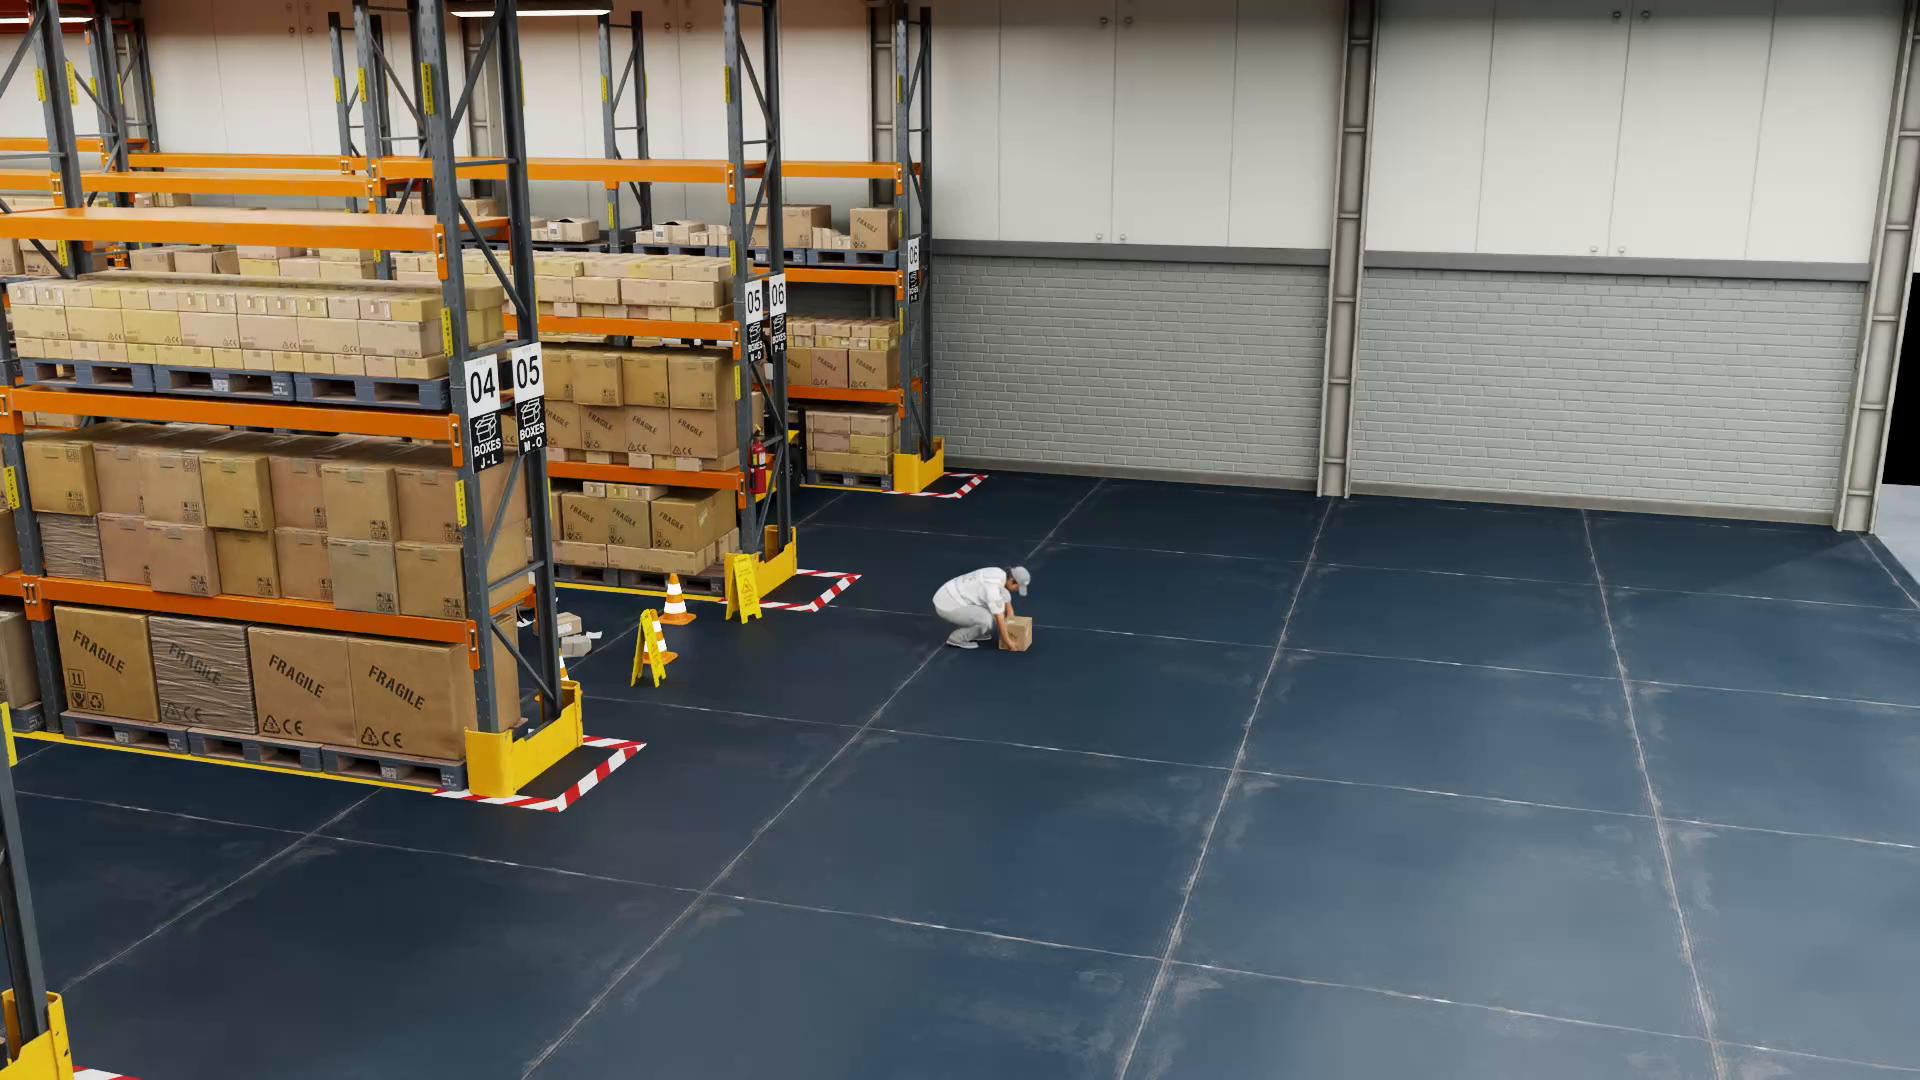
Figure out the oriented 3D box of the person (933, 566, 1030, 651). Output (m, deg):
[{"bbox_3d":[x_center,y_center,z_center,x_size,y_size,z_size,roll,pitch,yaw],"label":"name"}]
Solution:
[{"bbox_3d":[0.203,0.625,15.469,0.886,0.808,0.514,4,16,16],"label":"person"}]
